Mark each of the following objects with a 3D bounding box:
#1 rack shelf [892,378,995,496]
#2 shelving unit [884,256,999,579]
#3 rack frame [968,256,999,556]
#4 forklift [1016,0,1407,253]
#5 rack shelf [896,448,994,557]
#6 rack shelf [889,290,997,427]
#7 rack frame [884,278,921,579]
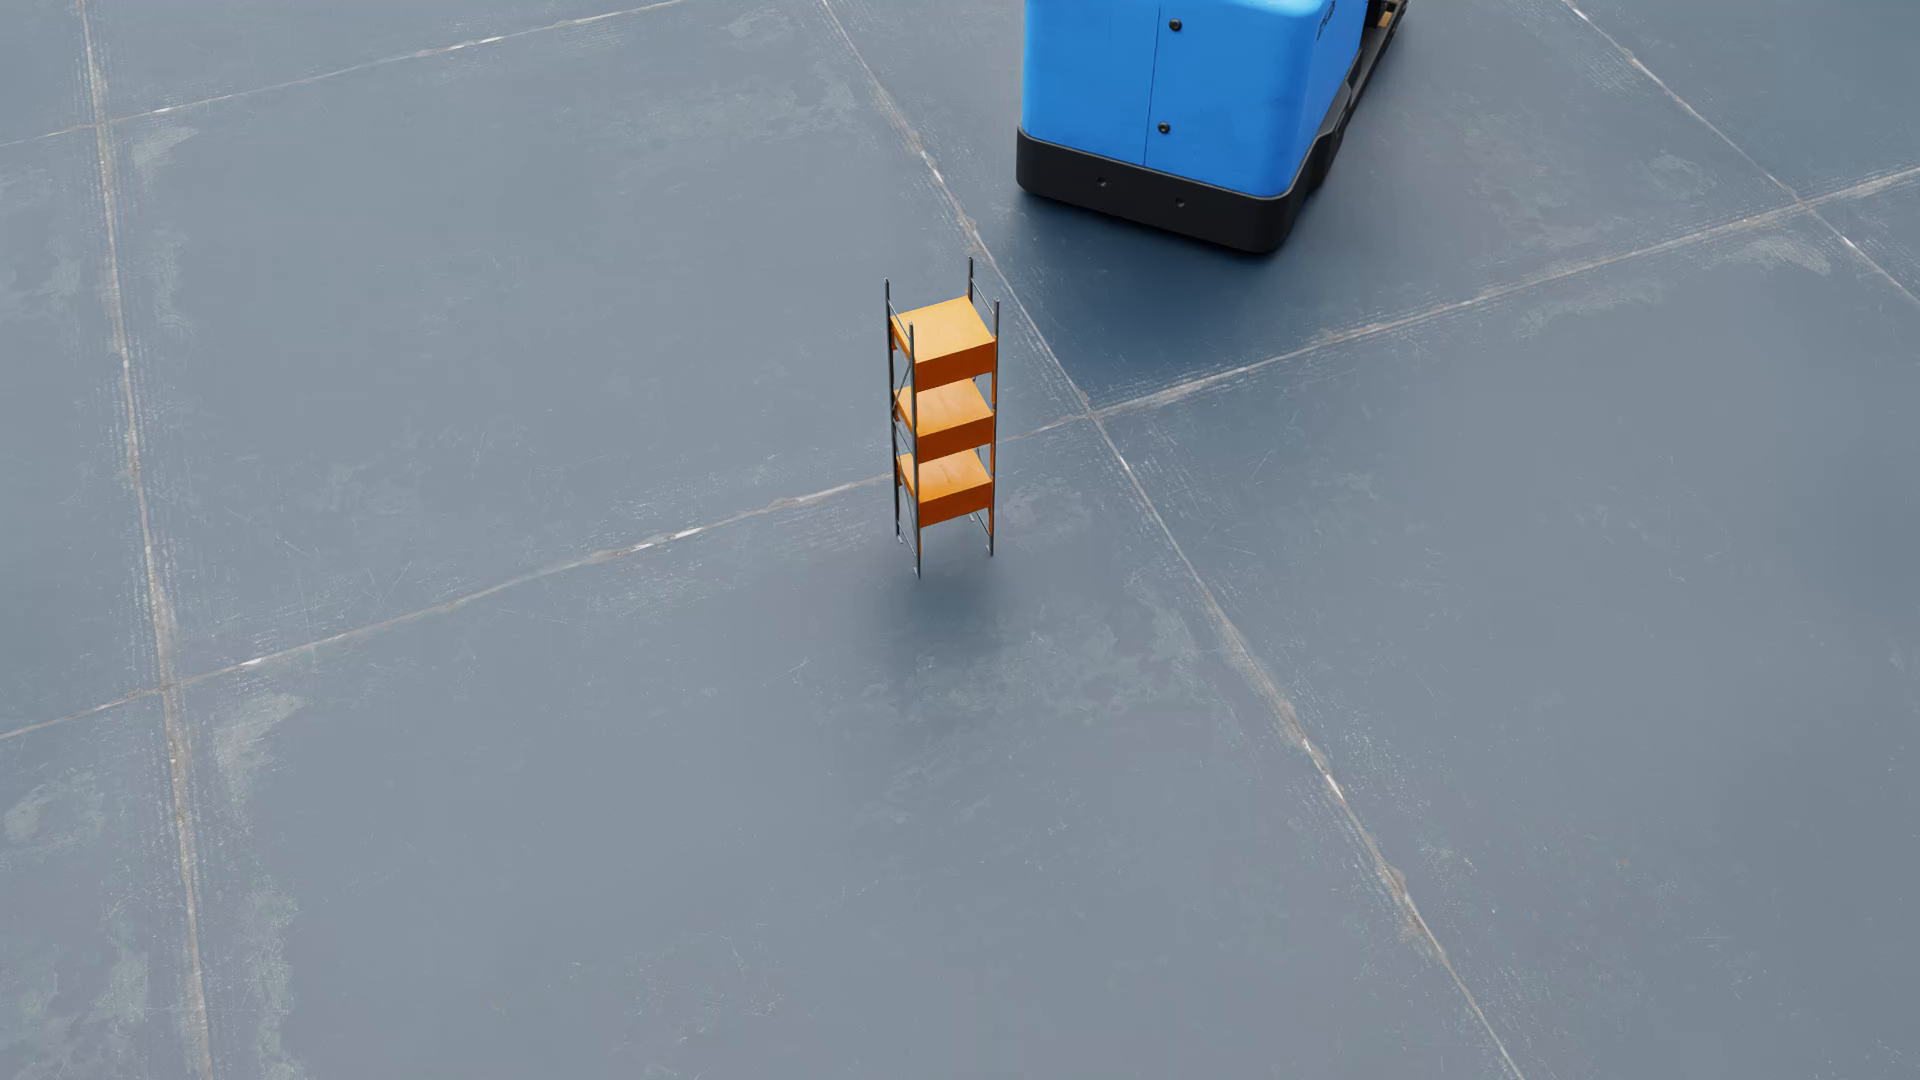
[{"bbox_3d":[-0.050,-0.320,4.847,0.240,0.259,0.215,-17,52,-14],"label":"rack shelf"},{"bbox_3d":[-0.050,-0.327,4.839,0.252,1.050,0.215,-17,52,-14],"label":"shelving unit"},{"bbox_3d":[0.063,-0.362,4.869,0.008,1.050,0.200,-17,52,-14],"label":"rack frame"},{"bbox_3d":[1.271,-3.139,6.014,1.130,2.935,3.031,19,52,15],"label":"forklift"},{"bbox_3d":[-0.050,-0.139,5.057,0.240,0.259,0.215,-17,52,-14],"label":"rack shelf"},{"bbox_3d":[-0.050,-0.505,4.631,0.240,0.259,0.215,-17,52,-14],"label":"rack shelf"},{"bbox_3d":[-0.162,-0.292,4.808,0.008,1.050,0.200,-17,52,-14],"label":"rack frame"}]
